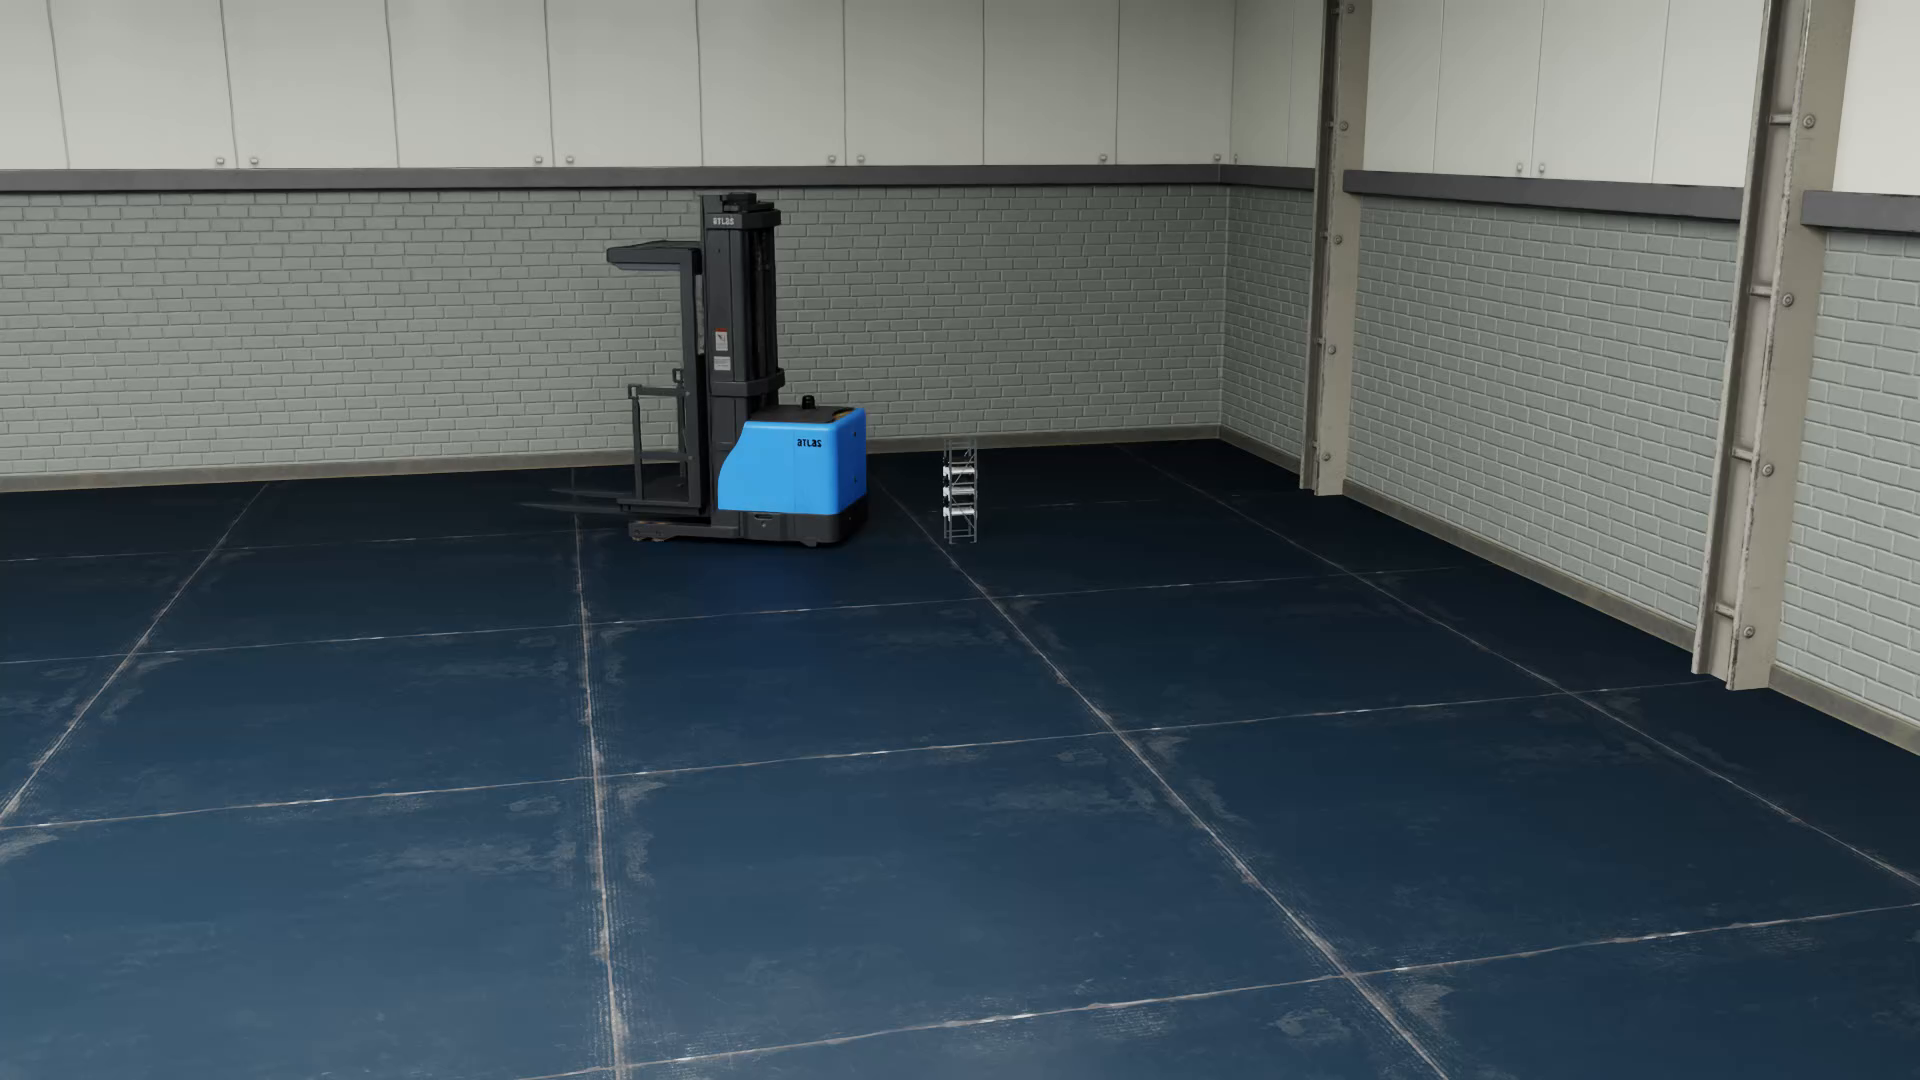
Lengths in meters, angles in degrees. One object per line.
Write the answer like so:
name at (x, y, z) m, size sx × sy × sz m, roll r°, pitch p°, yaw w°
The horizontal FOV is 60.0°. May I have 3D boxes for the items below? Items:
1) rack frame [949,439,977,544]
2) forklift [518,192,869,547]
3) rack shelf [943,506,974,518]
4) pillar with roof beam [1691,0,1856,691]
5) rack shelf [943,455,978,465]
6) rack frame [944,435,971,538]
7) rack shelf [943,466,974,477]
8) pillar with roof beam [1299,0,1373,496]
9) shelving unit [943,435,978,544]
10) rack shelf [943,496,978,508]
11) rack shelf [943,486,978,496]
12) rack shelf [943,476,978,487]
rack frame at (0.026, -0.412, 14.217) m, size 0.240 × 0.900 × 0.006 m, roll -3°, pitch 14°, yaw -13°
forklift at (-2.393, -1.526, 14.497) m, size 3.031 × 2.935 × 1.130 m, roll 3°, pitch 14°, yaw 13°
rack shelf at (0.002, -0.228, 14.363) m, size 0.258 × 0.077 × 0.200 m, roll -3°, pitch 14°, yaw -13°
pillar with roof beam at (0.800, -3.233, 8.698) m, size 9.100 × 9.000 × 0.400 m, roll -3°, pitch 14°, yaw -13°
rack shelf at (0.002, -0.665, 14.256) m, size 0.258 × 0.077 × 0.200 m, roll -3°, pitch 14°, yaw -13°
rack frame at (-0.022, -0.459, 14.409) m, size 0.240 × 0.900 × 0.006 m, roll -3°, pitch 14°, yaw -13°
rack shelf at (0.002, -0.578, 14.278) m, size 0.258 × 0.077 × 0.200 m, roll -3°, pitch 14°, yaw -13°
pillar with roof beam at (-0.610, -4.617, 14.364) m, size 9.100 × 9.000 × 0.400 m, roll -3°, pitch 14°, yaw -13°
shelving unit at (0.002, -0.435, 14.313) m, size 0.258 × 0.900 × 0.210 m, roll -3°, pitch 14°, yaw -13°
rack shelf at (0.002, -0.315, 14.342) m, size 0.258 × 0.077 × 0.200 m, roll -3°, pitch 14°, yaw -13°
rack shelf at (0.002, -0.403, 14.320) m, size 0.258 × 0.077 × 0.200 m, roll -3°, pitch 14°, yaw -13°
rack shelf at (0.002, -0.490, 14.299) m, size 0.258 × 0.077 × 0.200 m, roll -3°, pitch 14°, yaw -13°
